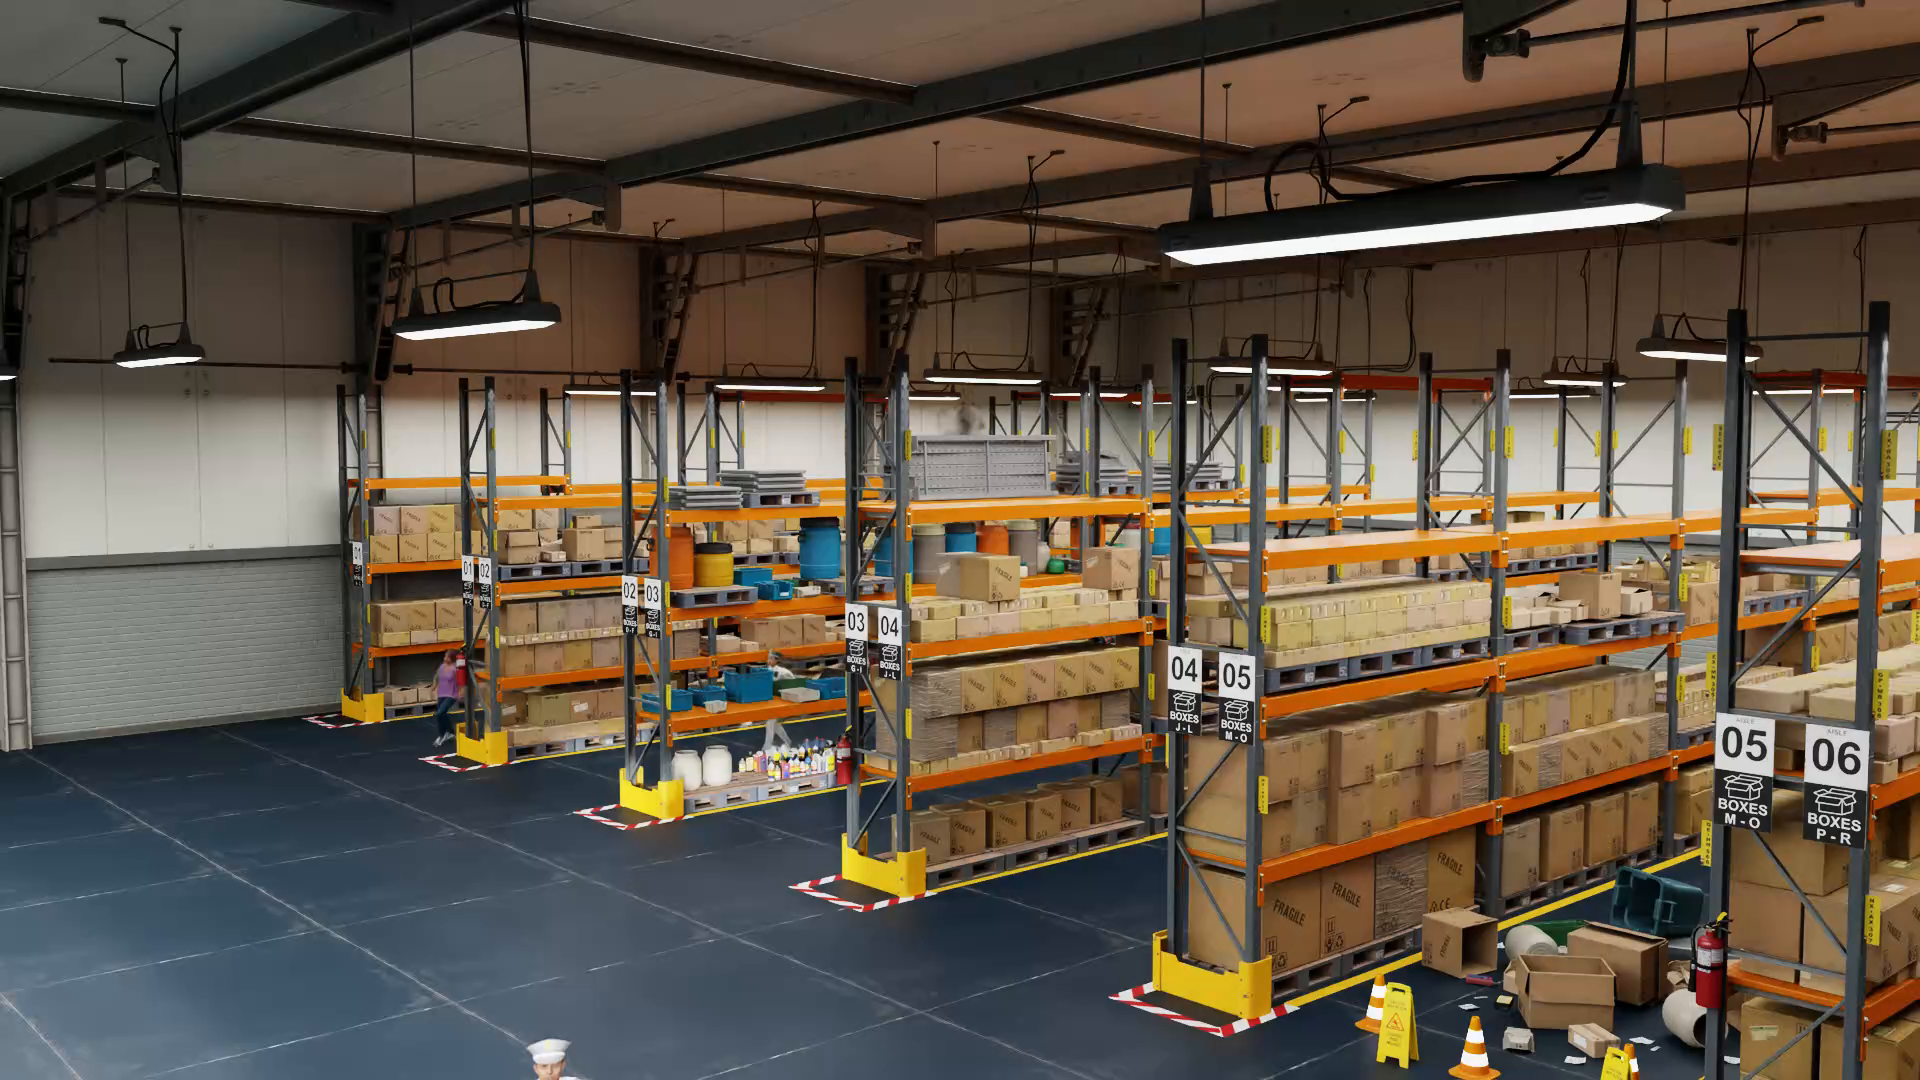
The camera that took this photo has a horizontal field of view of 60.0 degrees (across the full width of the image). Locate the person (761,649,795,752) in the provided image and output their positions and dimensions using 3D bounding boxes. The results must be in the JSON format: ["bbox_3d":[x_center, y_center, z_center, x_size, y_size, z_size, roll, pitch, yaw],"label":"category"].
[{"bbox_3d":[-2.945,2.568,26.213,0.605,1.708,0.852,3,5,40],"label":"person"}]

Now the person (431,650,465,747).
[{"bbox_3d":[-8.399,2.592,27.318,0.602,1.594,0.621,2,4,25],"label":"person"}]

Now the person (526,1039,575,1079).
[{"bbox_3d":[-2.323,3.701,9.528,0.558,1.728,0.667,-1,4,-12],"label":"person"}]
